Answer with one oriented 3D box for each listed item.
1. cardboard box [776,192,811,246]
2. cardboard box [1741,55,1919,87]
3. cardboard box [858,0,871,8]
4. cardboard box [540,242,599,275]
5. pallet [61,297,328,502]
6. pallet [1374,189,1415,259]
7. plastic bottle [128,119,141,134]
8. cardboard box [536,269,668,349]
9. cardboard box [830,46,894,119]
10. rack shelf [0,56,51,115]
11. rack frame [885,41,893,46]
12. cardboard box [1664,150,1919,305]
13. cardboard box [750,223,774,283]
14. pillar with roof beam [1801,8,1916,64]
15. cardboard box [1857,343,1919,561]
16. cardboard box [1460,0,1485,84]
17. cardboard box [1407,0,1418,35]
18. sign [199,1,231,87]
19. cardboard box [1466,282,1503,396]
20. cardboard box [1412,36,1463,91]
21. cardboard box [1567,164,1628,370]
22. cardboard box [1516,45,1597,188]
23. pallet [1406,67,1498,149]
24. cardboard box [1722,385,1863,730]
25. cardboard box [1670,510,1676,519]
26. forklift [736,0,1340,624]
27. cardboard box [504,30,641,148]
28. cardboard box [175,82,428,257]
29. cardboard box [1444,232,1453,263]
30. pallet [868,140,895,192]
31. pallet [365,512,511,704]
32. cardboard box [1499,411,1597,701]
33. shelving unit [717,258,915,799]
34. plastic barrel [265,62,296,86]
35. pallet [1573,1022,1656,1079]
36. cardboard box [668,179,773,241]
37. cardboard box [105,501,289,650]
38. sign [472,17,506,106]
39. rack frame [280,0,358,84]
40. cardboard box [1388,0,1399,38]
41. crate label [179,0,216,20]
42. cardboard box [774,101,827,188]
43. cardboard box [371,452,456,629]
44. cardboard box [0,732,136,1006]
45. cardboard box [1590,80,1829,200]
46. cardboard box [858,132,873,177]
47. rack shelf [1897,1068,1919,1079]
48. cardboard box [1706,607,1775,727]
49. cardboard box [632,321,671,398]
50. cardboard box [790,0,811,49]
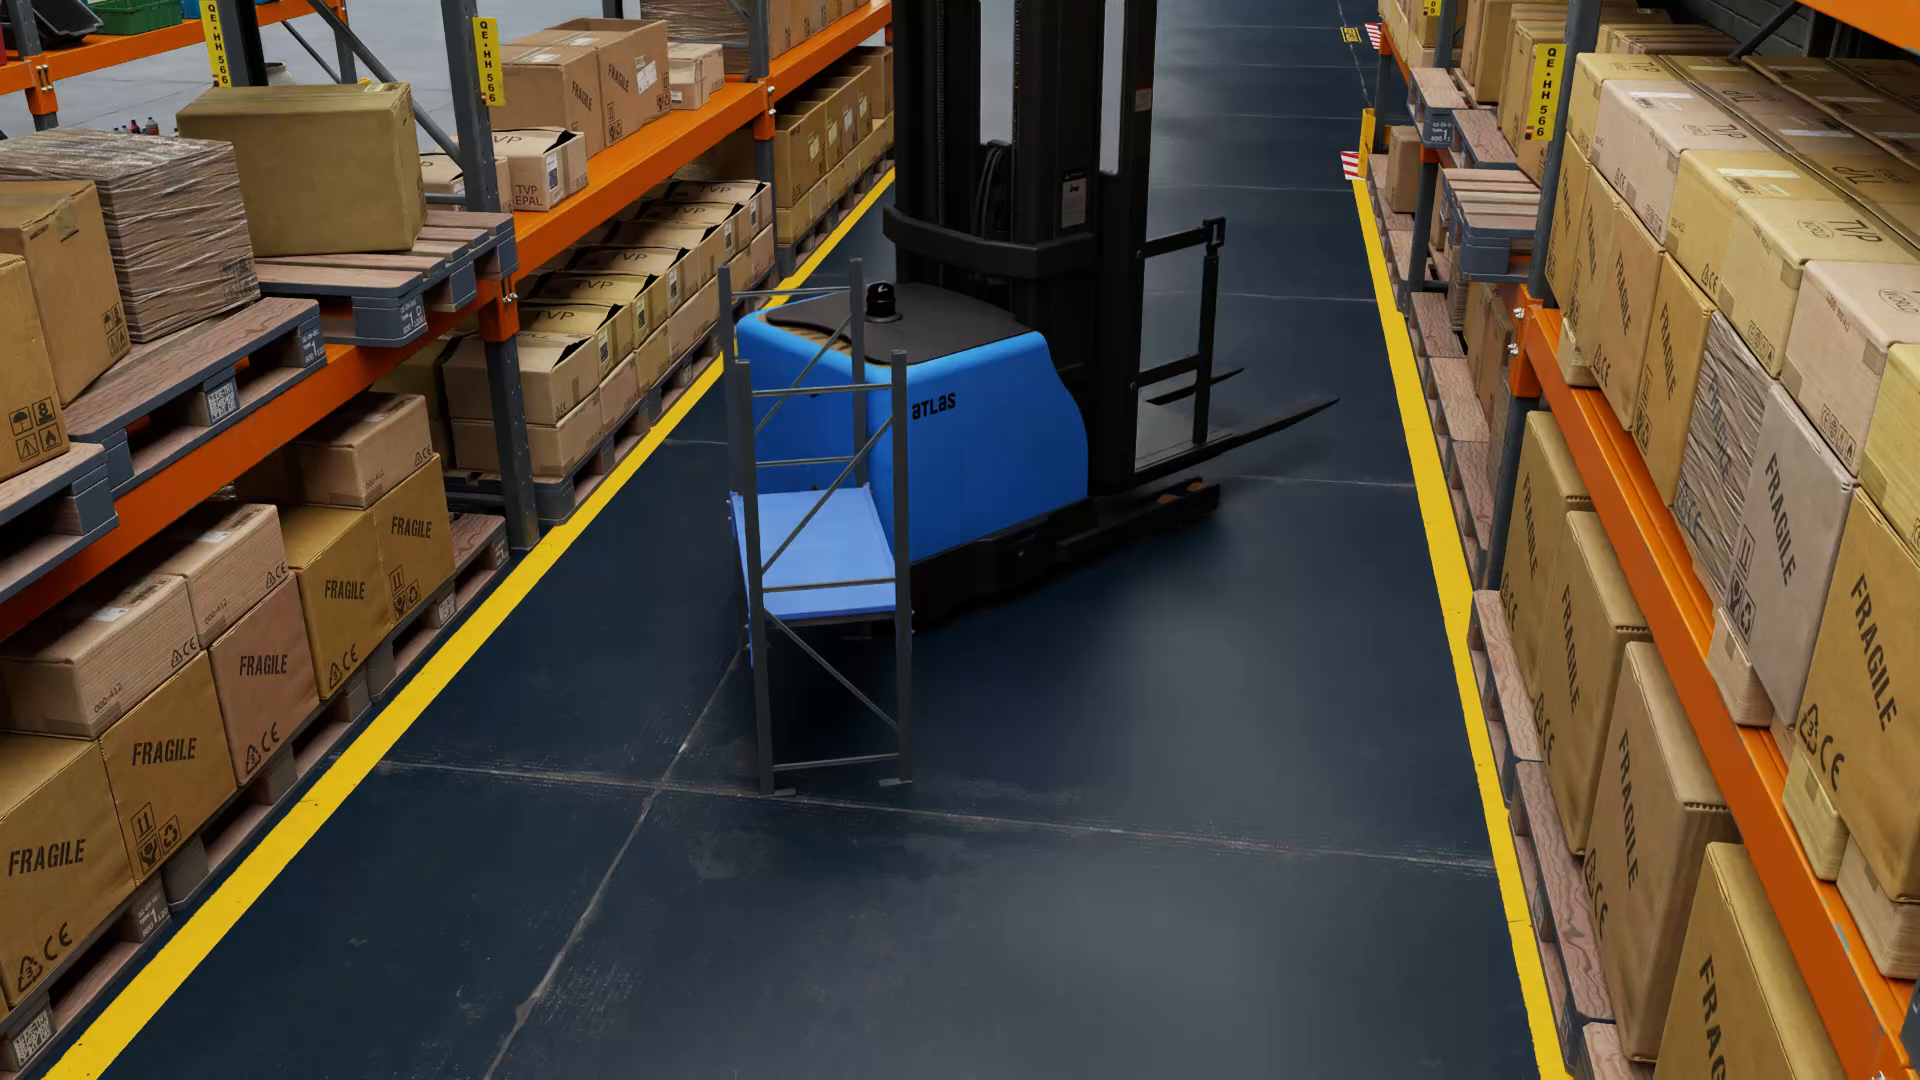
[{"bbox_3d":[-1.301,-2.153,11.059,0.500,0.250,0.500,4,25,9],"label":"cardboard box"},{"bbox_3d":[2.740,-1.341,5.200,0.500,0.250,0.500,5,25,10],"label":"cardboard box"},{"bbox_3d":[-1.111,-4.559,13.333,0.700,0.500,0.500,4,25,9],"label":"cardboard box"},{"bbox_3d":[-2.239,-1.435,8.864,0.500,0.311,0.500,5,25,10],"label":"cardboard box"},{"bbox_3d":[-2.642,-0.461,4.923,1.003,0.211,1.213,4,25,9],"label":"pallet"},{"bbox_3d":[3.484,-2.225,11.755,1.003,0.211,1.213,4,25,9],"label":"pallet"},{"bbox_3d":[-6.567,-3.191,13.215,0.061,0.283,0.133,4,25,9],"label":"plastic bottle"},{"bbox_3d":[-1.791,-1.193,8.347,0.500,0.311,0.500,3,25,7],"label":"cardboard box"},{"bbox_3d":[-0.816,-3.747,13.581,0.500,0.500,0.500,4,25,9],"label":"cardboard box"},{"bbox_3d":[-6.889,-2.217,9.297,1.077,0.370,4.000,4,25,9],"label":"rack shelf"},{"bbox_3d":[-1.022,-4.708,13.769,1.000,3.000,0.127,4,25,9],"label":"rack frame"},{"bbox_3d":[1.988,-0.729,3.892,0.500,0.250,0.500,4,25,7],"label":"cardboard box"},{"bbox_3d":[-1.457,-1.786,10.276,0.500,0.250,0.500,4,25,8],"label":"cardboard box"},{"bbox_3d":[-0.623,-4.519,6.290,9.100,9.000,0.400,4,25,9],"label":"pillar with roof beam"},{"bbox_3d":[1.729,-0.089,2.525,0.500,0.250,0.500,5,25,10],"label":"cardboard box"},{"bbox_3d":[3.095,-2.727,8.901,0.700,0.500,0.500,4,25,9],"label":"cardboard box"},{"bbox_3d":[3.060,-3.402,10.249,0.500,0.500,0.500,4,25,8],"label":"cardboard box"},{"bbox_3d":[-2.877,-1.923,6.455,0.100,0.325,0.005,4,25,9],"label":"sign"},{"bbox_3d":[2.950,-1.021,8.323,0.700,0.500,0.500,4,25,9],"label":"cardboard box"},{"bbox_3d":[2.991,-2.853,9.961,0.500,0.250,0.500,4,25,9],"label":"cardboard box"},{"bbox_3d":[2.132,-0.805,4.940,0.500,0.500,0.500,5,26,10],"label":"cardboard box"},{"bbox_3d":[2.690,-1.698,6.702,0.700,0.500,0.500,2,25,4],"label":"cardboard box"},{"bbox_3d":[2.944,-2.297,8.845,1.003,0.211,1.213,4,25,9],"label":"pallet"},{"bbox_3d":[1.805,0.039,3.136,0.500,0.500,0.500,4,25,9],"label":"cardboard box"},{"bbox_3d":[2.036,-0.152,4.308,0.380,0.149,0.250,4,25,9],"label":"cardboard box"},{"bbox_3d":[0.529,-1.513,7.025,3.031,2.935,1.130,-21,32,-37],"label":"forklift"},{"bbox_3d":[-1.985,-2.330,8.572,0.500,0.500,0.500,4,25,9],"label":"cardboard box"},{"bbox_3d":[-2.321,-1.326,5.932,0.700,0.500,0.500,-4,25,-9],"label":"cardboard box"},{"bbox_3d":[3.270,-1.835,10.455,0.380,0.166,0.250,1,25,2],"label":"cardboard box"},{"bbox_3d":[-1.105,-3.122,13.671,1.003,0.211,1.213,4,25,9],"label":"pallet"},{"bbox_3d":[-2.489,0.211,6.551,1.003,0.211,1.213,4,25,9],"label":"pallet"},{"bbox_3d":[2.309,0.062,5.620,0.750,0.750,0.750,4,25,8],"label":"cardboard box"},{"bbox_3d":[-0.498,-0.069,5.629,0.538,1.500,1.048,-4,25,-9],"label":"shelving unit"},{"bbox_3d":[-5.940,-3.835,14.345,0.421,0.512,0.421,0,25,0],"label":"plastic barrel"},{"bbox_3d":[1.956,1.588,3.609,1.003,0.211,1.213,4,25,9],"label":"pallet"},{"bbox_3d":[-1.459,-2.044,10.166,0.500,0.311,0.500,4,25,9],"label":"cardboard box"},{"bbox_3d":[-2.419,0.091,5.063,0.500,0.250,0.500,4,25,8],"label":"cardboard box"},{"bbox_3d":[-1.792,-1.817,6.321,0.100,0.325,0.005,4,25,9],"label":"sign"},{"bbox_3d":[-5.908,-5.052,14.506,1.000,3.000,0.127,4,25,9],"label":"rack frame"},{"bbox_3d":[3.313,-3.694,11.757,0.500,0.250,0.500,4,25,8],"label":"cardboard box"},{"bbox_3d":[-5.942,-4.280,12.814,0.502,0.435,0.616,4,25,9],"label":"crate label"},{"bbox_3d":[-1.217,-2.701,11.346,0.500,0.500,0.500,4,25,9],"label":"cardboard box"},{"bbox_3d":[-2.250,-0.022,6.187,0.500,0.500,0.500,5,26,11],"label":"cardboard box"},{"bbox_3d":[-2.587,0.835,4.358,0.500,0.500,0.500,4,25,9],"label":"cardboard box"},{"bbox_3d":[2.143,-1.152,4.796,0.500,0.250,0.500,4,25,8],"label":"cardboard box"},{"bbox_3d":[-0.968,-2.989,12.845,0.500,0.250,0.500,4,25,9],"label":"cardboard box"},{"bbox_3d":[1.578,1.815,0.683,1.077,0.370,4.000,4,25,9],"label":"rack shelf"},{"bbox_3d":[1.771,0.269,3.409,0.380,0.149,0.250,4,25,9],"label":"cardboard box"},{"bbox_3d":[-1.794,-0.934,8.454,0.500,0.250,0.500,3,25,7],"label":"cardboard box"},{"bbox_3d":[-1.444,-3.697,11.491,0.700,0.500,0.500,4,25,9],"label":"cardboard box"}]
